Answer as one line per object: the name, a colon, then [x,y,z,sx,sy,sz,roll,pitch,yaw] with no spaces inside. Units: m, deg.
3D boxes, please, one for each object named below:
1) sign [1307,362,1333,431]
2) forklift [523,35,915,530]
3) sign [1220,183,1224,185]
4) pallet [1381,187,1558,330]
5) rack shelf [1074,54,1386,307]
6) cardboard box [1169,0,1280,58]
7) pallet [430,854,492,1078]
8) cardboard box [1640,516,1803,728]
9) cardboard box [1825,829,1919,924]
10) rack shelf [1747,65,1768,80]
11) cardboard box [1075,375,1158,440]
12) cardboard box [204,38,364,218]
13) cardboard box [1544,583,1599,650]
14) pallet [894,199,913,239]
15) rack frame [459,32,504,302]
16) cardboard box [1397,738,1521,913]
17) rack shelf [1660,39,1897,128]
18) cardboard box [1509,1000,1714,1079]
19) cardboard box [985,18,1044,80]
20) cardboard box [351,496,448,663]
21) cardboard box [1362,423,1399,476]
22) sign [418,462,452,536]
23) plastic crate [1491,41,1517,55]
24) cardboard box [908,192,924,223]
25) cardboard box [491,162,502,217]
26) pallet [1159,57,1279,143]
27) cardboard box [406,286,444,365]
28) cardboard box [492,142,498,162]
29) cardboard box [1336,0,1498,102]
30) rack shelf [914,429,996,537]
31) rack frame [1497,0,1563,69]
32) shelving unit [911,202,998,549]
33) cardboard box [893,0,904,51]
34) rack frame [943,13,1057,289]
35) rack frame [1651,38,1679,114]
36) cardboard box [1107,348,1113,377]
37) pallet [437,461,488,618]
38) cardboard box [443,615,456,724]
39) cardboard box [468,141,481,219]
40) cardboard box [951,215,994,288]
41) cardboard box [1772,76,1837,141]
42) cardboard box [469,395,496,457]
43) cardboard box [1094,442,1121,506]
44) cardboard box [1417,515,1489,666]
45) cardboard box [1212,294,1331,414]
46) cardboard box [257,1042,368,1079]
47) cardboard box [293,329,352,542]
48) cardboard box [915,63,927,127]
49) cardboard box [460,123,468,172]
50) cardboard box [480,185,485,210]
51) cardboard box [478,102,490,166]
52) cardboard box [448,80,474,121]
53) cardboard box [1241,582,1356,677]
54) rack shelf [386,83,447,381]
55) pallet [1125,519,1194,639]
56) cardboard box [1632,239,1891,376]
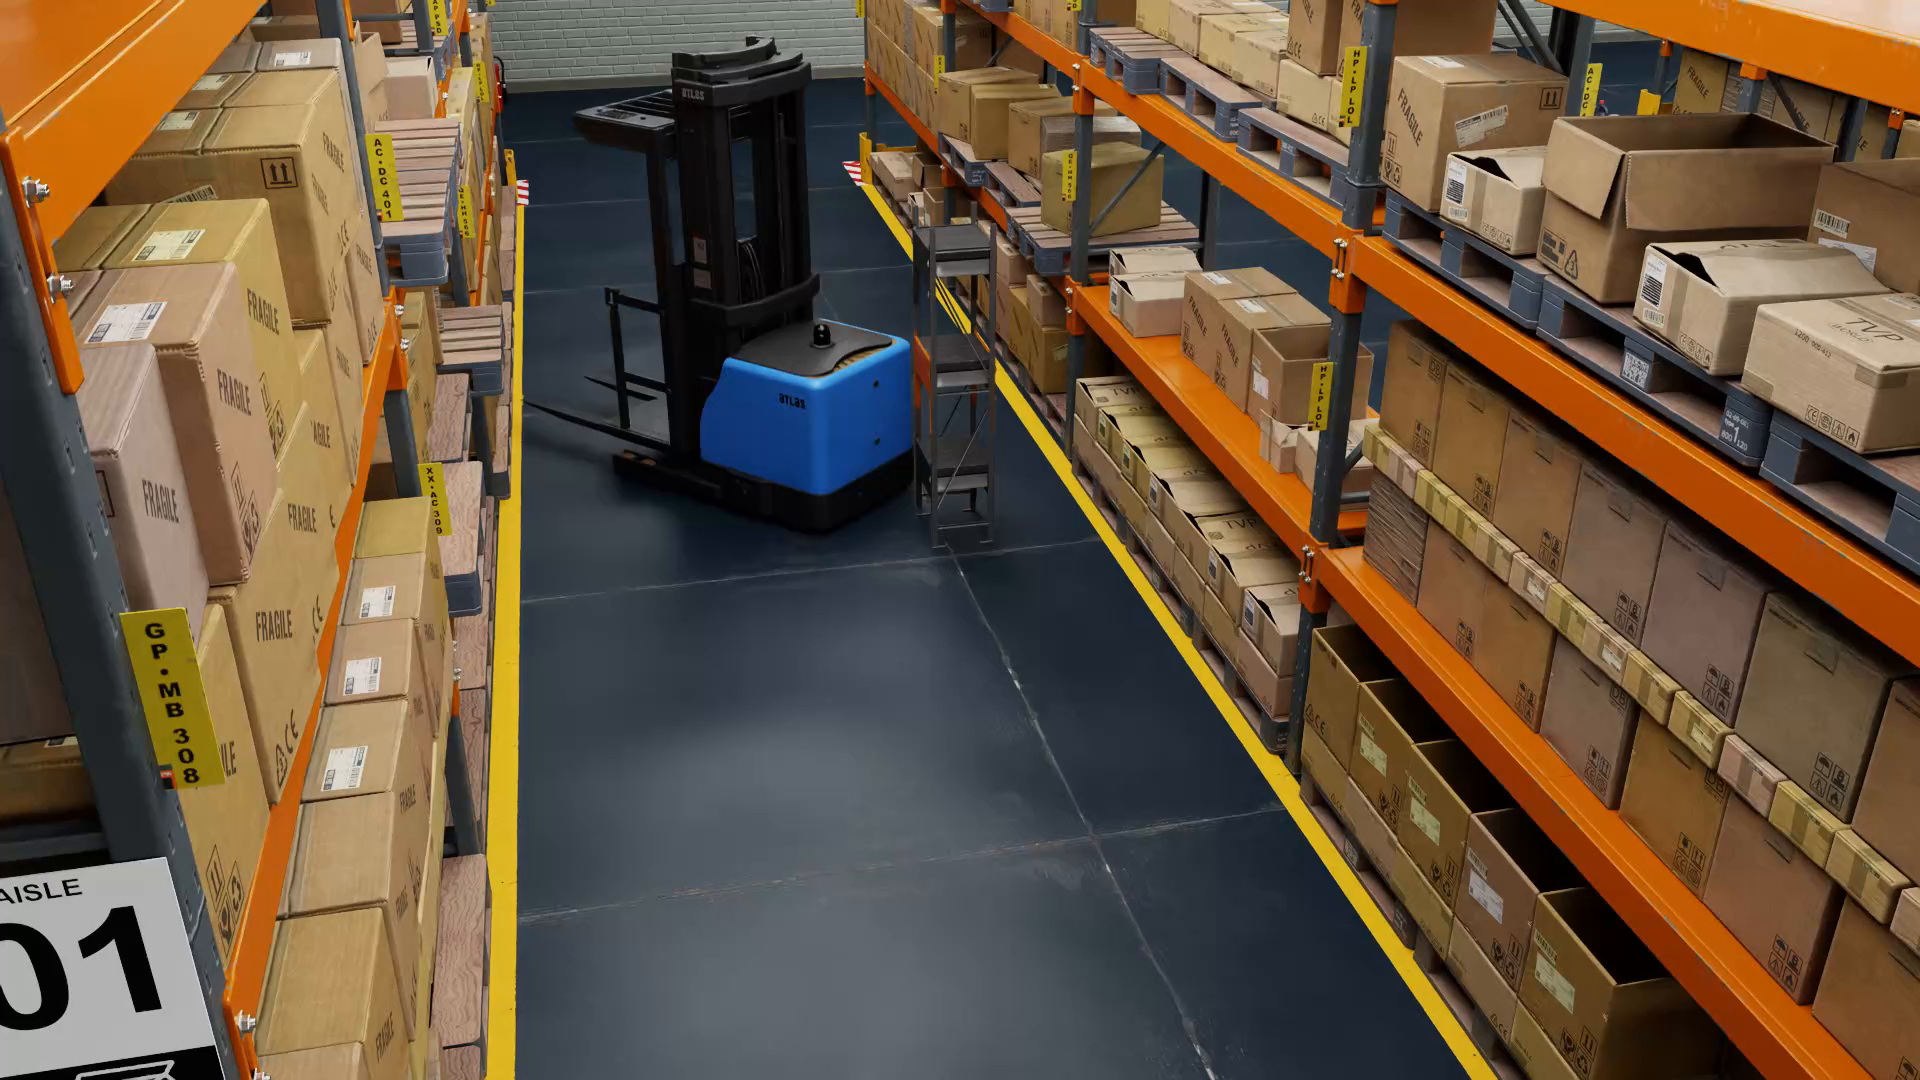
sign: [1.628,-0.644,7.501,0.100,0.325,0.005,-6,27,-12]
forklift: [-1.811,-1.880,11.221,3.031,2.935,1.130,18,32,31]
sign: [1.793,-2.553,11.194,0.100,0.325,0.005,-6,27,-12]
pallet: [2.372,-1.150,6.469,1.003,0.211,1.213,-6,27,-12]
rack shelf: [1.704,-2.118,9.087,1.077,0.370,4.000,-6,27,-12]
cardboard box: [1.546,-3.016,9.768,0.500,0.250,0.500,-5,27,-10]
pallet: [-2.485,1.819,6.913,1.003,0.211,1.213,-6,27,-12]
cardboard box: [2.713,0.229,5.417,0.700,0.500,0.500,-6,27,-11]
cardboard box: [2.724,0.936,4.735,0.380,0.149,0.250,-5,27,-10]
rack shelf: [6.531,-2.620,10.080,1.077,0.370,4.000,-6,27,-12]
cardboard box: [1.085,-0.929,11.224,0.500,0.311,0.500,-5,27,-10]
cardboard box: [-2.294,-1.364,5.552,0.500,0.500,0.500,-8,28,-16]
cardboard box: [2.379,0.261,6.073,0.380,0.149,0.250,-6,27,-12]
pallet: [-0.081,-3.328,17.109,1.003,0.211,1.213,-6,27,-12]
rack frame: [-4.474,-3.230,13.820,1.000,3.000,0.127,-6,27,-12]
cardboard box: [2.179,1.157,6.881,0.500,0.500,0.500,-6,27,-12]
rack shelf: [9.553,-5.295,18.711,1.077,0.370,4.000,-6,27,-12]
cardboard box: [2.408,1.931,6.181,0.500,0.250,0.500,-6,27,-12]
cardboard box: [0.520,-4.461,15.038,0.500,0.500,0.500,-5,27,-10]
cardboard box: [-2.263,0.182,6.373,0.500,0.500,0.500,-6,27,-12]
cardboard box: [2.026,-0.419,7.420,0.380,0.149,0.250,-6,27,-12]
sign: [-2.144,-0.163,6.782,0.100,0.325,0.005,-6,27,-12]
plastic crate: [5.221,-4.708,16.612,0.402,0.464,0.583,-6,27,-12]
cardboard box: [-0.222,-3.281,16.417,0.500,0.311,0.500,-6,27,-12]
cardboard box: [-5.007,-3.540,16.743,0.700,0.500,0.500,-6,27,-12]
pallet: [1.748,-2.454,9.163,1.003,0.211,1.213,-5,27,-9]
cardboard box: [-3.304,-1.267,9.331,0.700,0.500,0.500,-9,28,-16]
cardboard box: [-4.855,-3.900,16.735,0.380,0.149,0.250,-5,27,-10]
cardboard box: [2.054,-2.291,7.500,0.500,0.500,0.500,-6,27,-11]
rack shelf: [-0.037,-0.373,10.742,0.431,0.518,0.480,-6,27,-12]
rack frame: [5.178,-4.236,15.813,1.000,3.000,0.127,-6,27,-12]
shelving unit: [-0.037,-1.010,10.421,0.431,2.100,0.503,-6,27,-12]
cardboard box: [-0.358,-5.088,16.281,0.500,0.500,0.500,-6,27,-12]
rack frame: [0.352,-3.734,14.819,1.000,3.000,0.127,-6,27,-12]
rack frame: [9.102,-6.495,20.288,1.000,3.000,0.127,-6,27,-12]
cardboard box: [1.305,-1.517,12.712,0.500,0.500,0.500,-7,28,-13]
pallet: [-2.701,0.018,7.599,1.003,0.211,1.213,-6,27,-12]
cardboard box: [-2.269,0.518,6.540,0.500,0.250,0.500,-6,27,-11]
cardboard box: [-3.777,-2.576,12.061,0.500,0.500,0.500,-5,27,-10]
cardboard box: [0.223,-2.578,14.814,0.500,0.500,0.500,-7,28,-14]
cardboard box: [9.730,-4.670,18.566,0.875,0.875,0.875,-6,27,-12]
cardboard box: [-3.610,-1.038,11.396,0.750,0.750,0.750,-6,27,-12]
cardboard box: [1.199,-0.458,10.914,0.500,0.250,0.500,-7,28,-13]
cardboard box: [2.386,0.158,6.997,0.700,0.500,0.500,-6,27,-12]
cardboard box: [1.766,-1.057,9.404,0.500,0.500,0.500,-6,27,-12]
cardboard box: [-1.584,1.522,3.718,0.500,0.500,0.500,-6,27,-12]
cardboard box: [-1.950,-0.226,4.407,0.500,0.500,0.500,-4,27,-8]
cardboard box: [-0.129,-4.198,15.628,0.500,0.500,0.500,-5,27,-10]
cardboard box: [-3.662,-2.675,11.426,0.500,0.250,0.500,-6,27,-11]
cardboard box: [-3.911,-2.670,12.968,0.380,0.149,0.250,-6,27,-12]
cardboard box: [-4.580,-3.603,14.227,0.980,0.700,0.700,-6,27,-11]
cardboard box: [-4.013,-3.346,12.755,0.500,0.250,0.500,-5,27,-10]
cardboard box: [1.784,0.419,8.554,0.500,0.311,0.500,-6,27,-12]
rack shelf: [-3.122,-1.614,8.087,1.077,0.370,4.000,-6,27,-12]
pallet: [1.672,0.166,10.186,1.003,0.211,1.213,-6,27,-12]
cardboard box: [2.414,-0.738,5.032,0.500,0.311,0.500,-3,27,-6]
